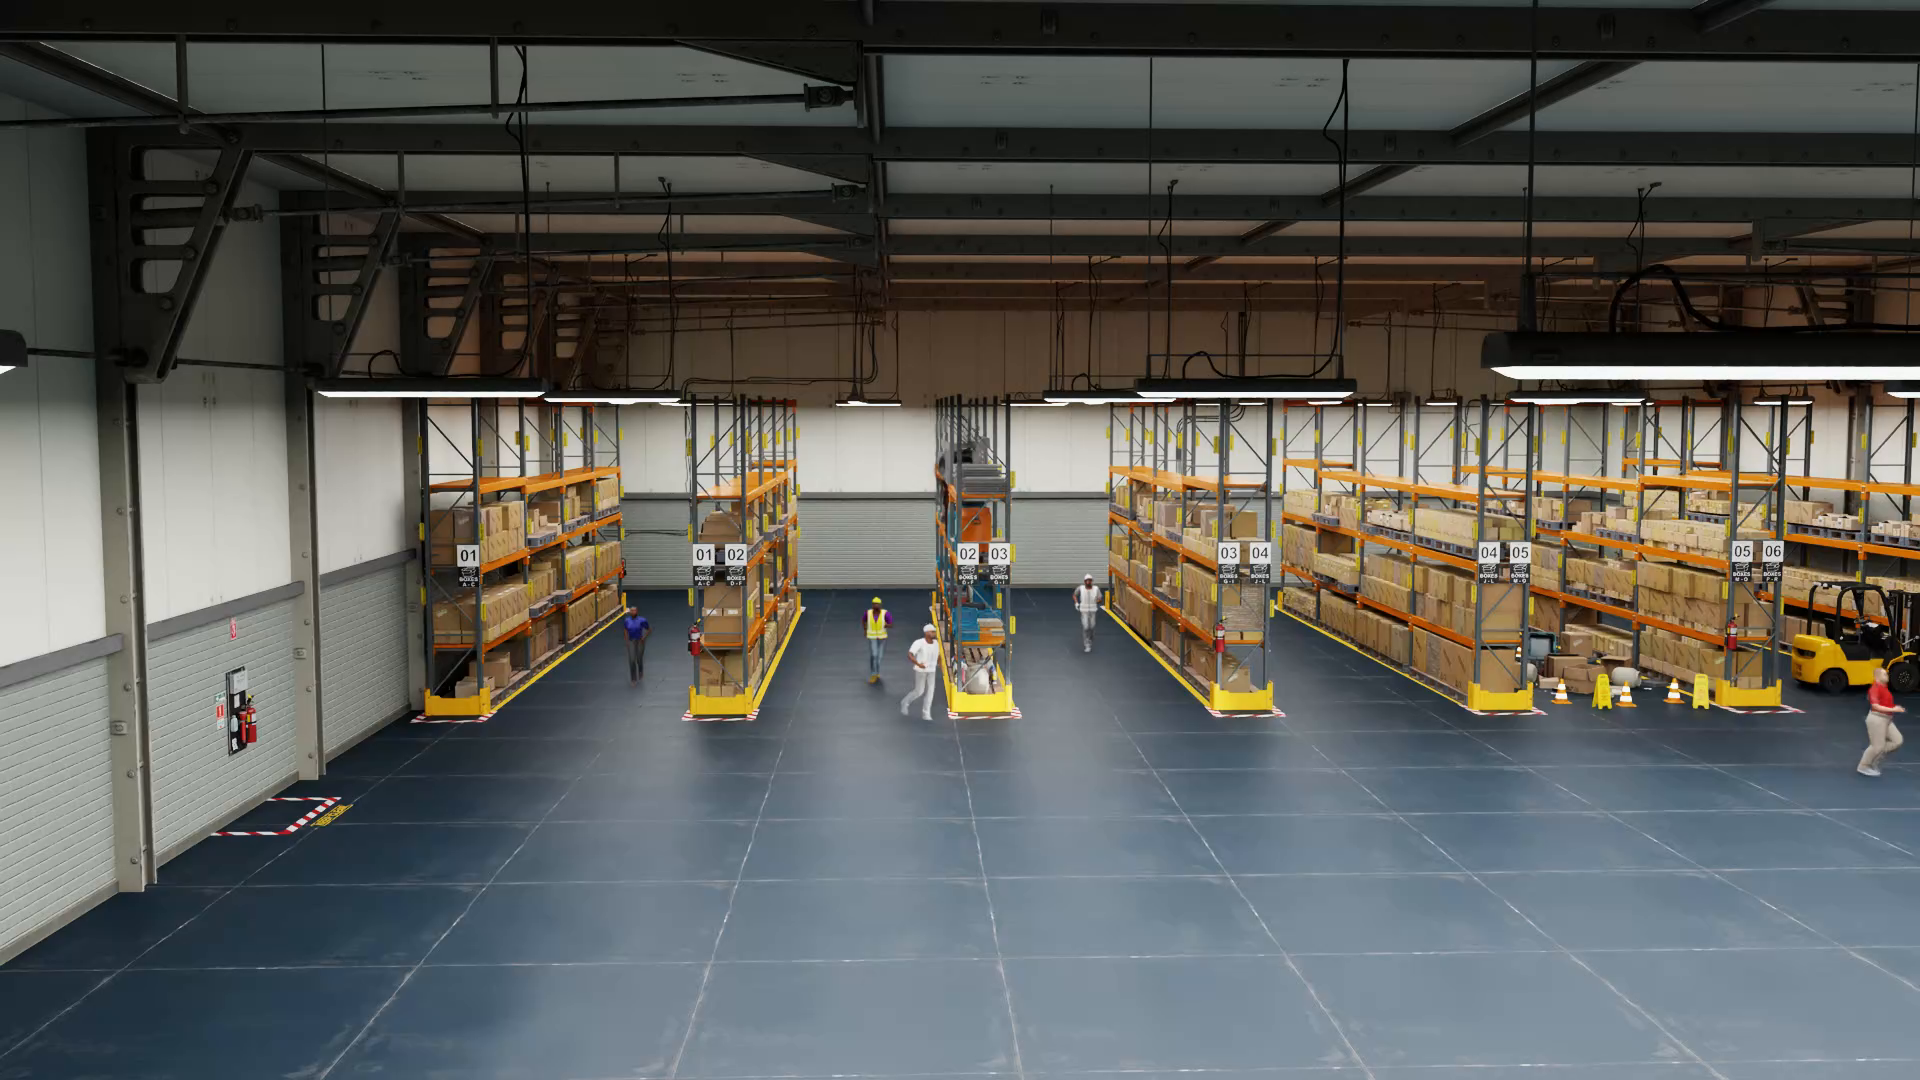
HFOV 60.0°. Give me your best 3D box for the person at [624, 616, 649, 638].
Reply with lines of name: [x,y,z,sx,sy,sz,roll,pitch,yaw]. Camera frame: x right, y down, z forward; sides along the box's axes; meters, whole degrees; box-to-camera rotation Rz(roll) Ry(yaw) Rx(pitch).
person: [-6.727,1.803,34.515,0.543,0.506,0.325,0,4,-1]

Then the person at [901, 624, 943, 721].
person: [-0.620,2.428,30.824,0.764,1.735,0.832,-4,6,-38]

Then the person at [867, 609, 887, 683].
person: [-1.746,2.239,35.017,0.434,1.564,0.663,-1,5,-8]

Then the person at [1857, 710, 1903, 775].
person: [14.337,3.160,25.917,0.589,1.027,0.417,4,6,43]

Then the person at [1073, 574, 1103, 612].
person: [3.057,1.261,39.385,0.672,0.889,0.606,0,5,-6]
